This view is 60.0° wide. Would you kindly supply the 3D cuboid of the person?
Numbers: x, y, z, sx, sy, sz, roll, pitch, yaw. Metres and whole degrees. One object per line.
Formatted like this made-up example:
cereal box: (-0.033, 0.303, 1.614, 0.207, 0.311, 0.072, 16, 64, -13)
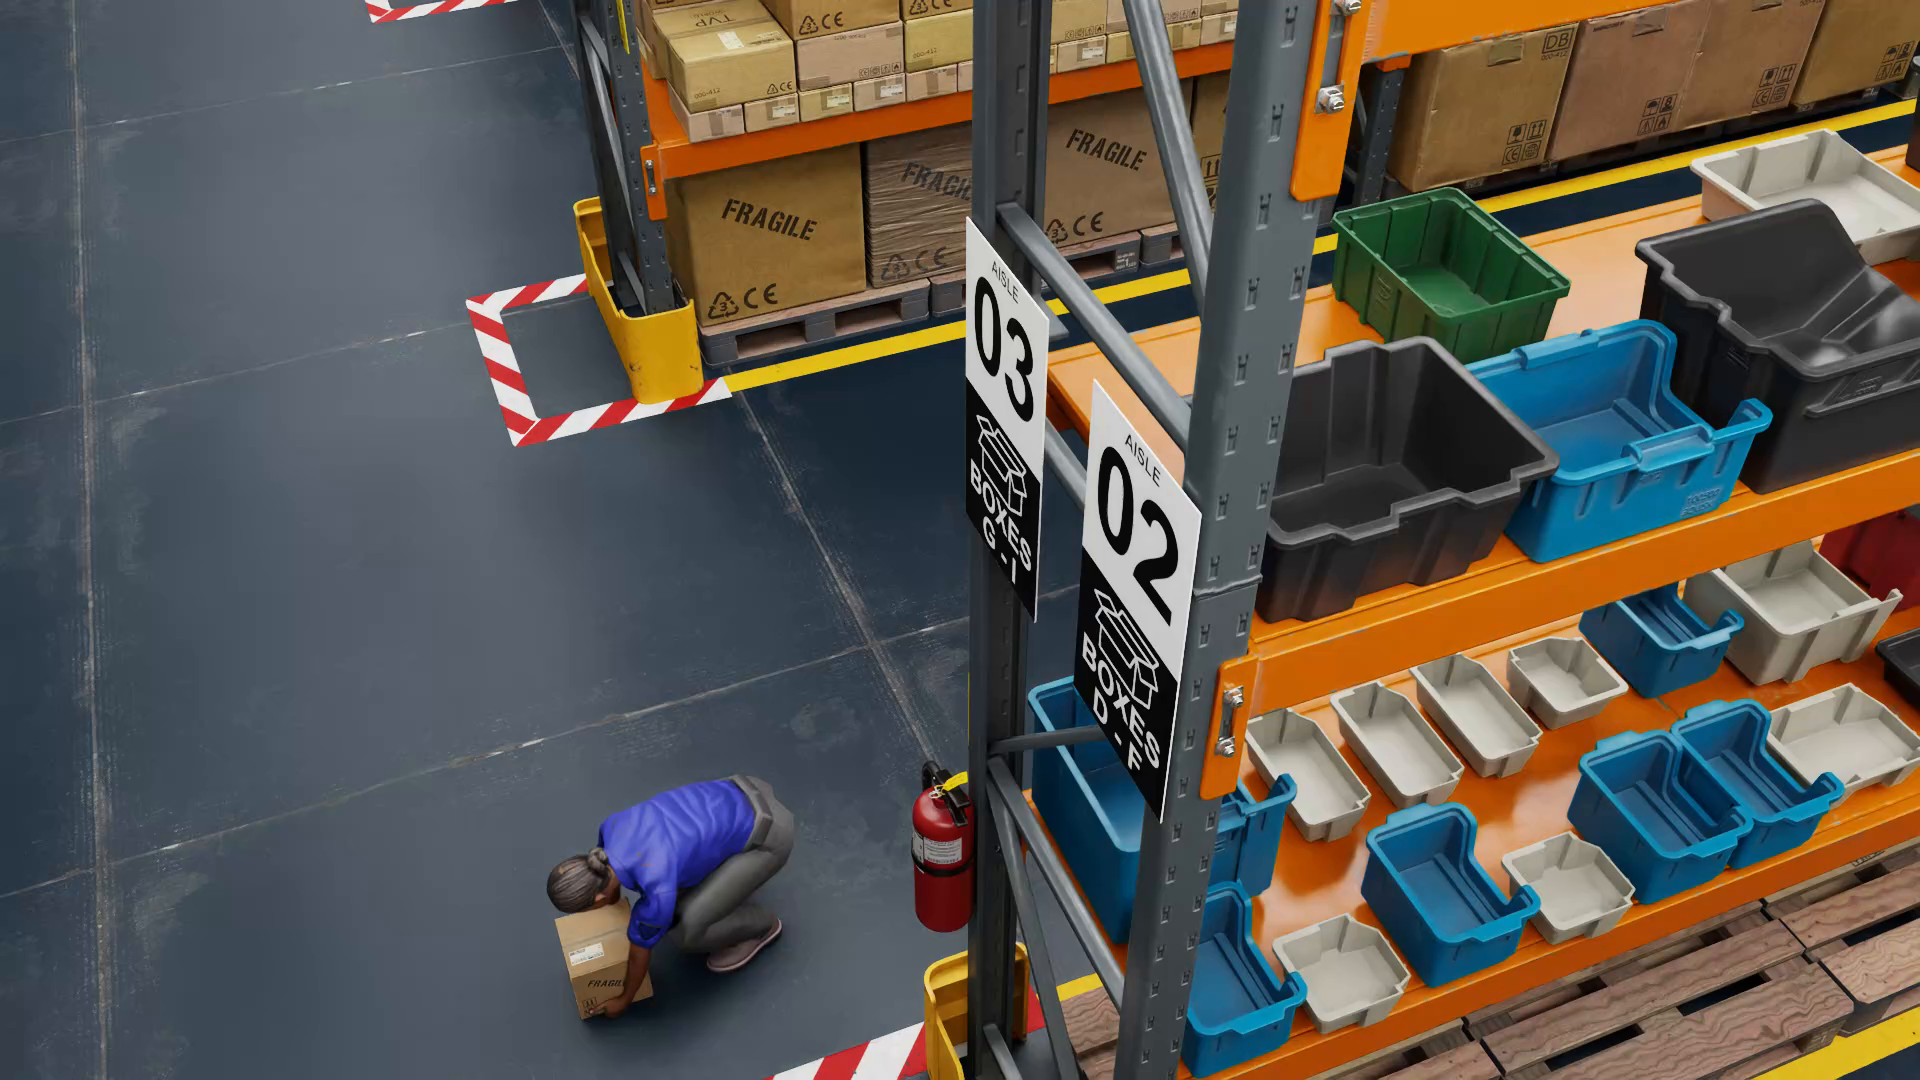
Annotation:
person: (-0.952, 1.145, 5.591, 0.852, 0.756, 0.458, -24, 47, -24)
